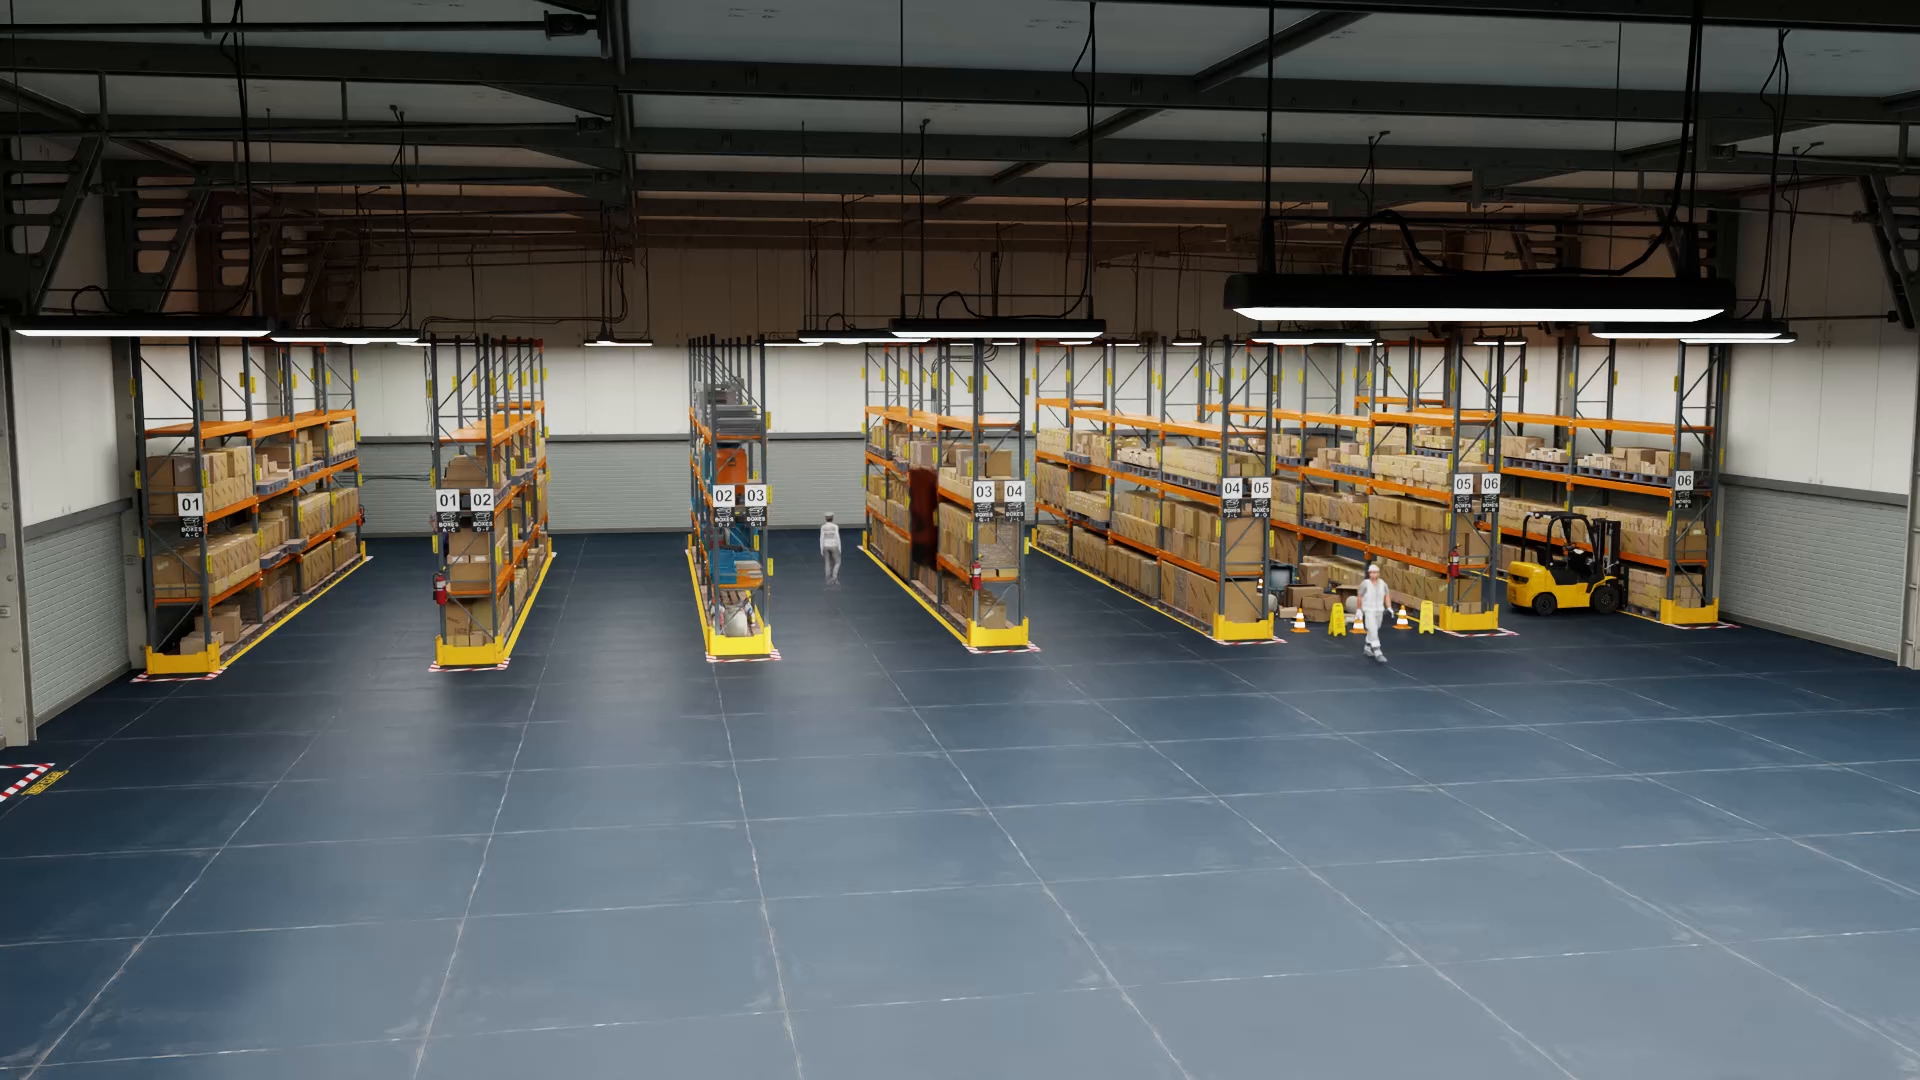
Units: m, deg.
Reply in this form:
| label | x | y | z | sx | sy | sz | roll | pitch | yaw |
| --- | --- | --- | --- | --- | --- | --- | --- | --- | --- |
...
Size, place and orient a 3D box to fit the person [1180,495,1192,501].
| label | x | y | z | sx | sy | sz | roll | pitch | yaw |
| --- | --- | --- | --- | --- | --- | --- | --- | --- | --- |
| person | 7.019 | -0.985 | 51.421 | 0.967 | 1.633 | 0.437 | -2 | 7 | -15 |

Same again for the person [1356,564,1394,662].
| label | x | y | z | sx | sy | sz | roll | pitch | yaw |
| --- | --- | --- | --- | --- | --- | --- | --- | --- | --- |
| person | 7.660 | 1.327 | 30.574 | 0.565 | 1.746 | 0.978 | -2 | 7 | -14 |

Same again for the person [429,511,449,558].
| label | x | y | z | sx | sy | sz | roll | pitch | yaw |
| --- | --- | --- | --- | --- | --- | --- | --- | --- | --- |
| person | -14.173 | -0.259 | 45.505 | 0.570 | 1.558 | 0.746 | 0 | 7 | 0 |

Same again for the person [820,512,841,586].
| label | x | y | z | sx | sy | sz | roll | pitch | yaw |
| --- | --- | --- | --- | --- | --- | --- | --- | --- | --- |
| person | -2.991 | 0.208 | 38.363 | 0.514 | 1.692 | 0.431 | 2 | 7 | 17 |
